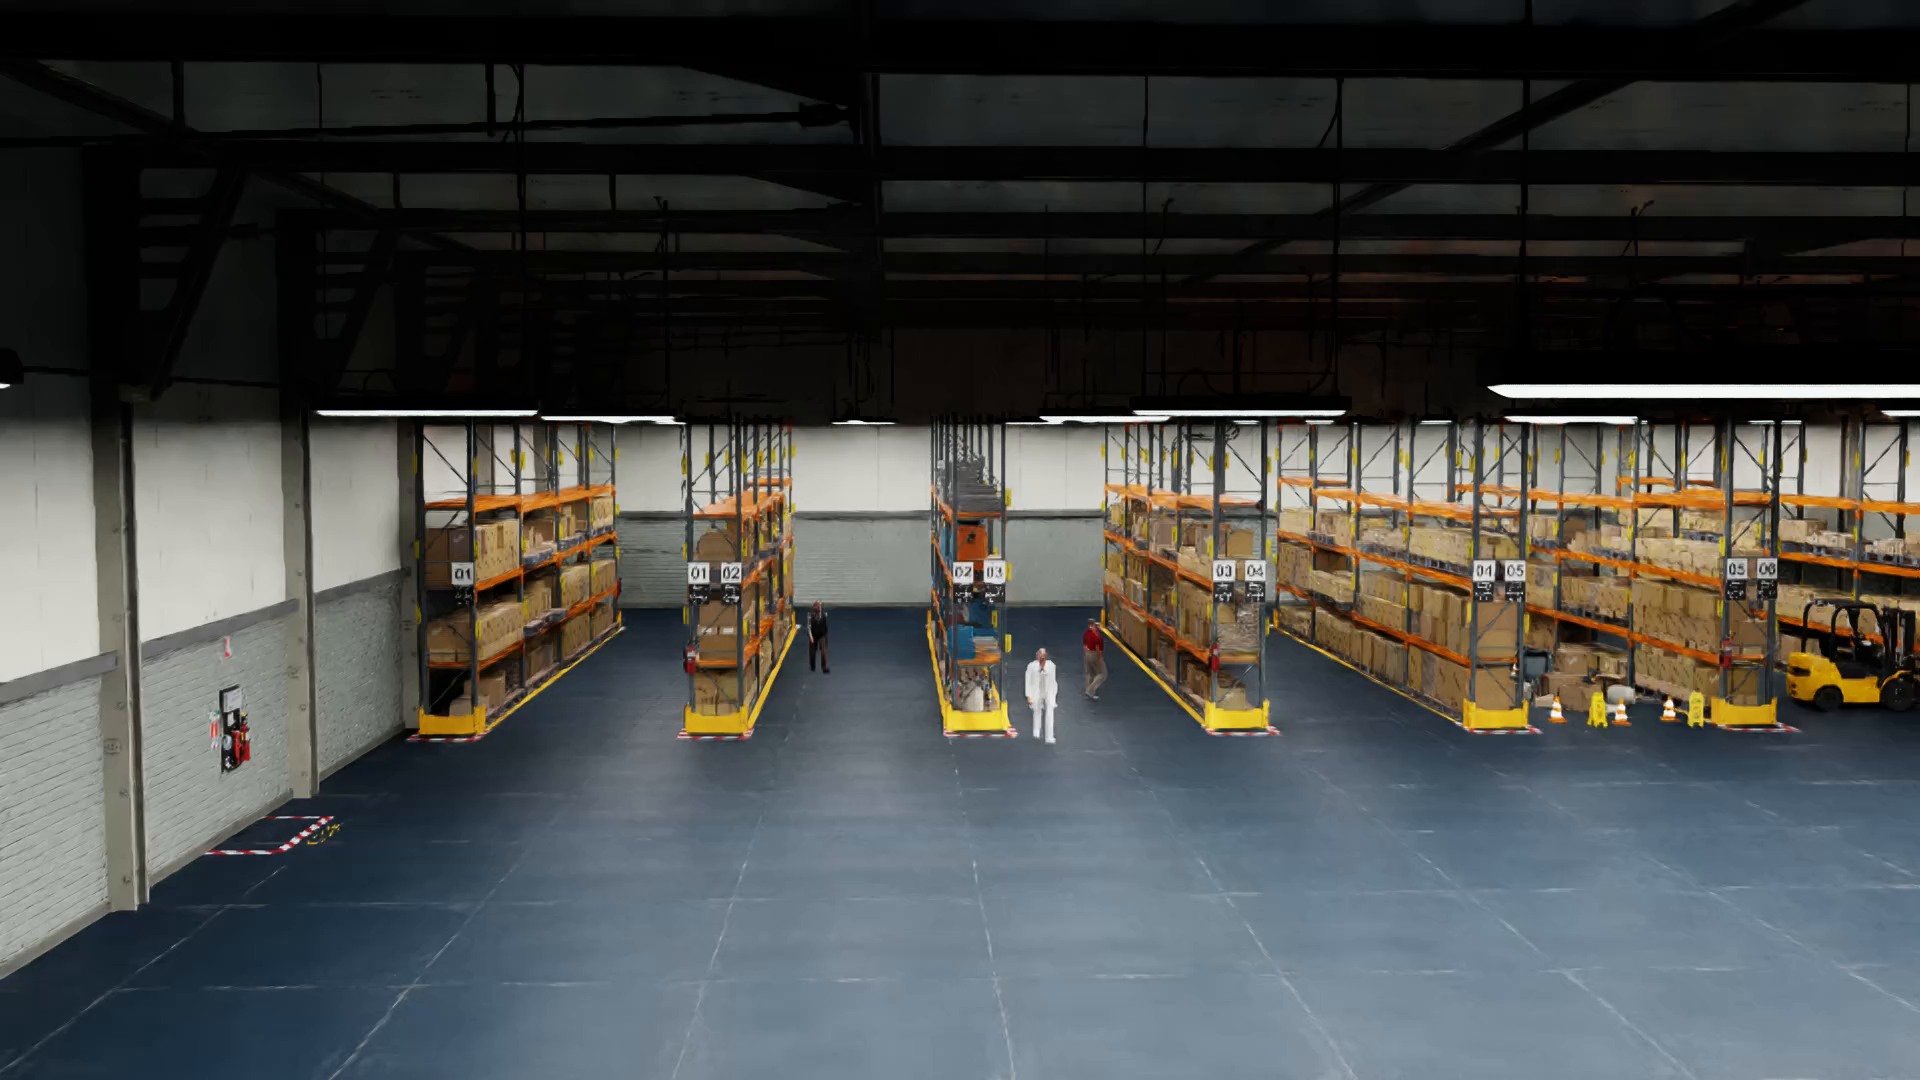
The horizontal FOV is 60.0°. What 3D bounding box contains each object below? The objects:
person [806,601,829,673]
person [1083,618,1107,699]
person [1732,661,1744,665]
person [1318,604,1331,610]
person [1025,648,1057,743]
[{"bbox_3d":[-3.327,2.247,38.736,0.526,1.664,1.026,-1,4,-11],"label":"person"},{"bbox_3d":[2.783,2.488,34.844,0.459,1.723,0.589,-2,5,-32],"label":"person"},{"bbox_3d":[16.566,2.462,35.612,0.556,1.653,0.599,2,5,30],"label":"person"},{"bbox_3d":[10.658,1.524,48.690,0.490,1.775,0.587,-1,4,-9],"label":"person"},{"bbox_3d":[1.482,2.797,30.231,0.598,1.698,1.194,0,4,0],"label":"person"}]
